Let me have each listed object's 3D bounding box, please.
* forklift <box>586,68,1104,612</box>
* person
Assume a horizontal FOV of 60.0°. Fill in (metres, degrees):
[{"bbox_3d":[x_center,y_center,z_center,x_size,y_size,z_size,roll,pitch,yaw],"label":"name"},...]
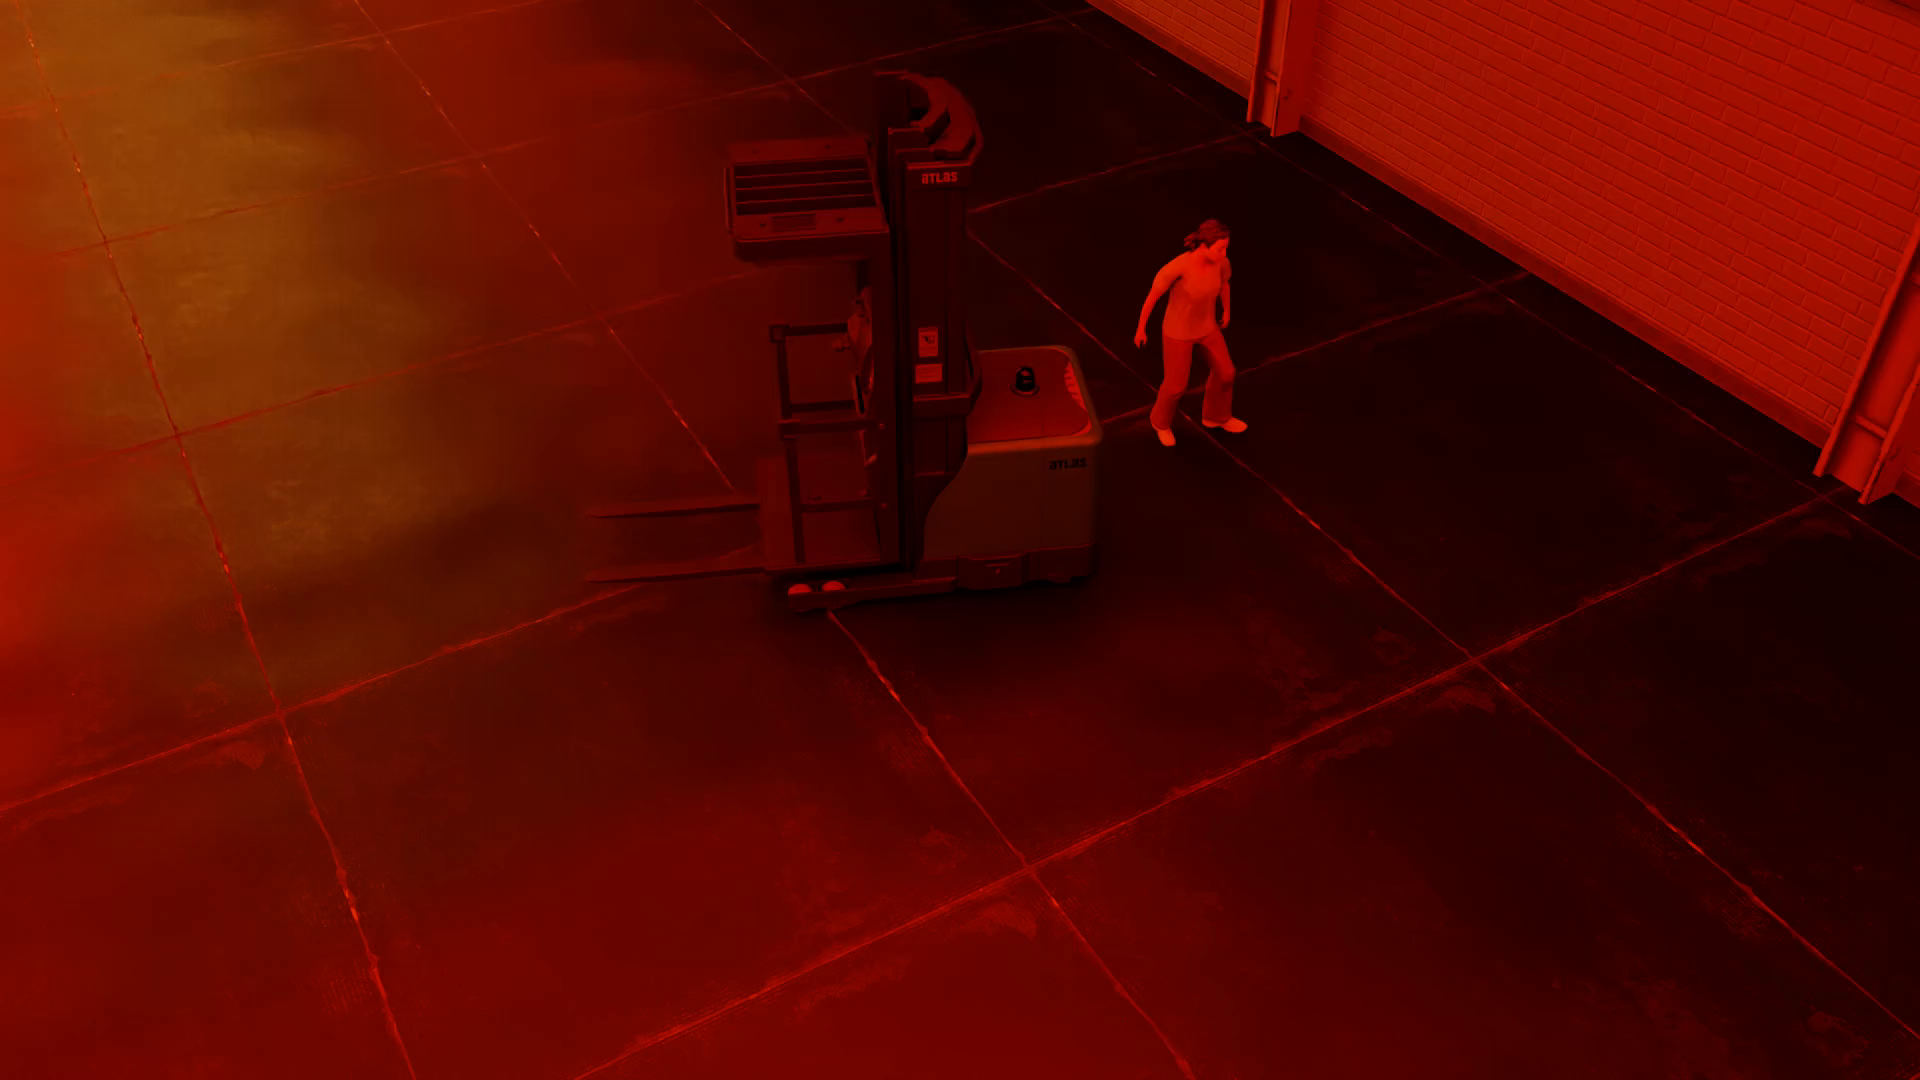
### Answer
[{"bbox_3d":[-0.728,-1.064,9.319,3.031,2.935,1.130,-5,40,-6],"label":"forklift"},{"bbox_3d":[1.508,-1.352,10.688,0.790,1.645,0.383,-16,42,-19],"label":"person"}]
